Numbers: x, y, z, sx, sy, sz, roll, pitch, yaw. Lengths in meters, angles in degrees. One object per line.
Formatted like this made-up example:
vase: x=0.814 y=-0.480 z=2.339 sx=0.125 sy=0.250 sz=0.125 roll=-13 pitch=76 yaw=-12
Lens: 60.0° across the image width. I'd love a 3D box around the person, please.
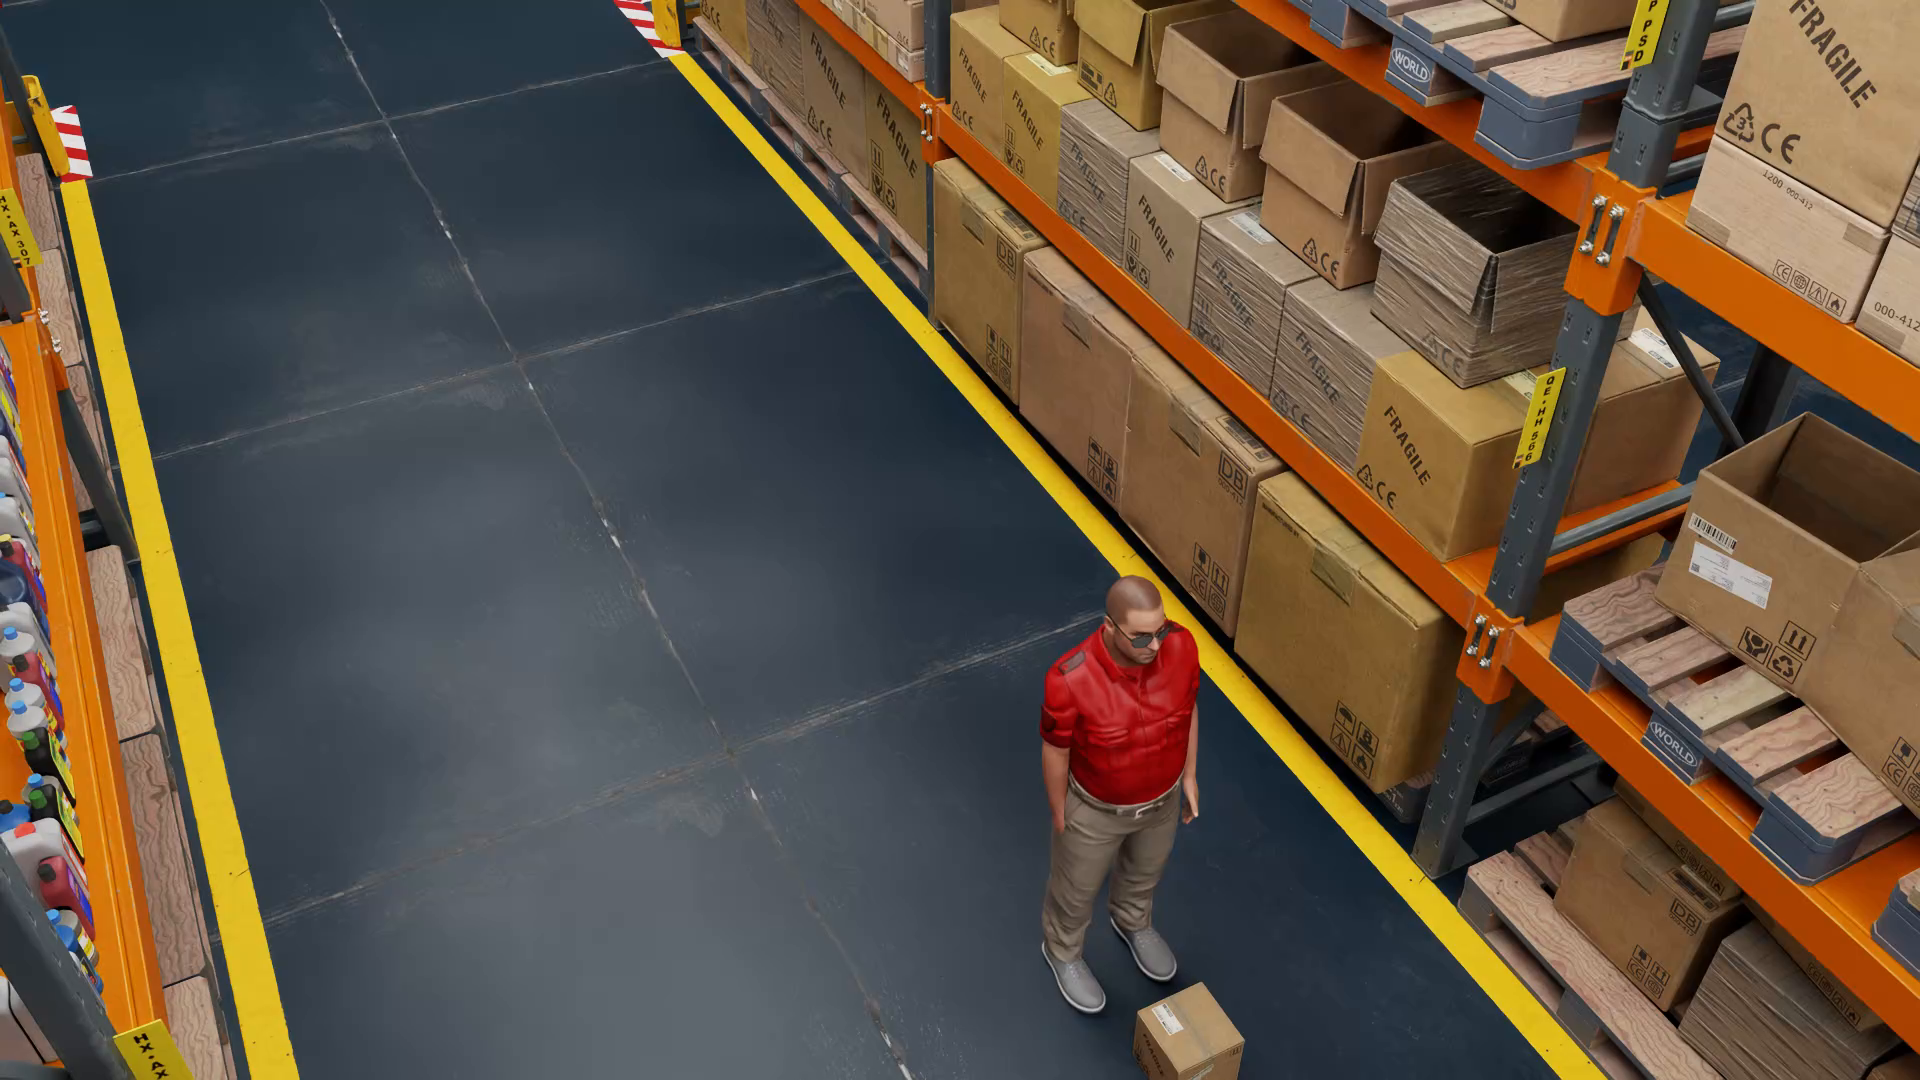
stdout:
person: x=0.517 y=0.807 z=5.241 sx=0.529 sy=1.730 sz=0.370 roll=-18 pitch=44 yaw=-20
